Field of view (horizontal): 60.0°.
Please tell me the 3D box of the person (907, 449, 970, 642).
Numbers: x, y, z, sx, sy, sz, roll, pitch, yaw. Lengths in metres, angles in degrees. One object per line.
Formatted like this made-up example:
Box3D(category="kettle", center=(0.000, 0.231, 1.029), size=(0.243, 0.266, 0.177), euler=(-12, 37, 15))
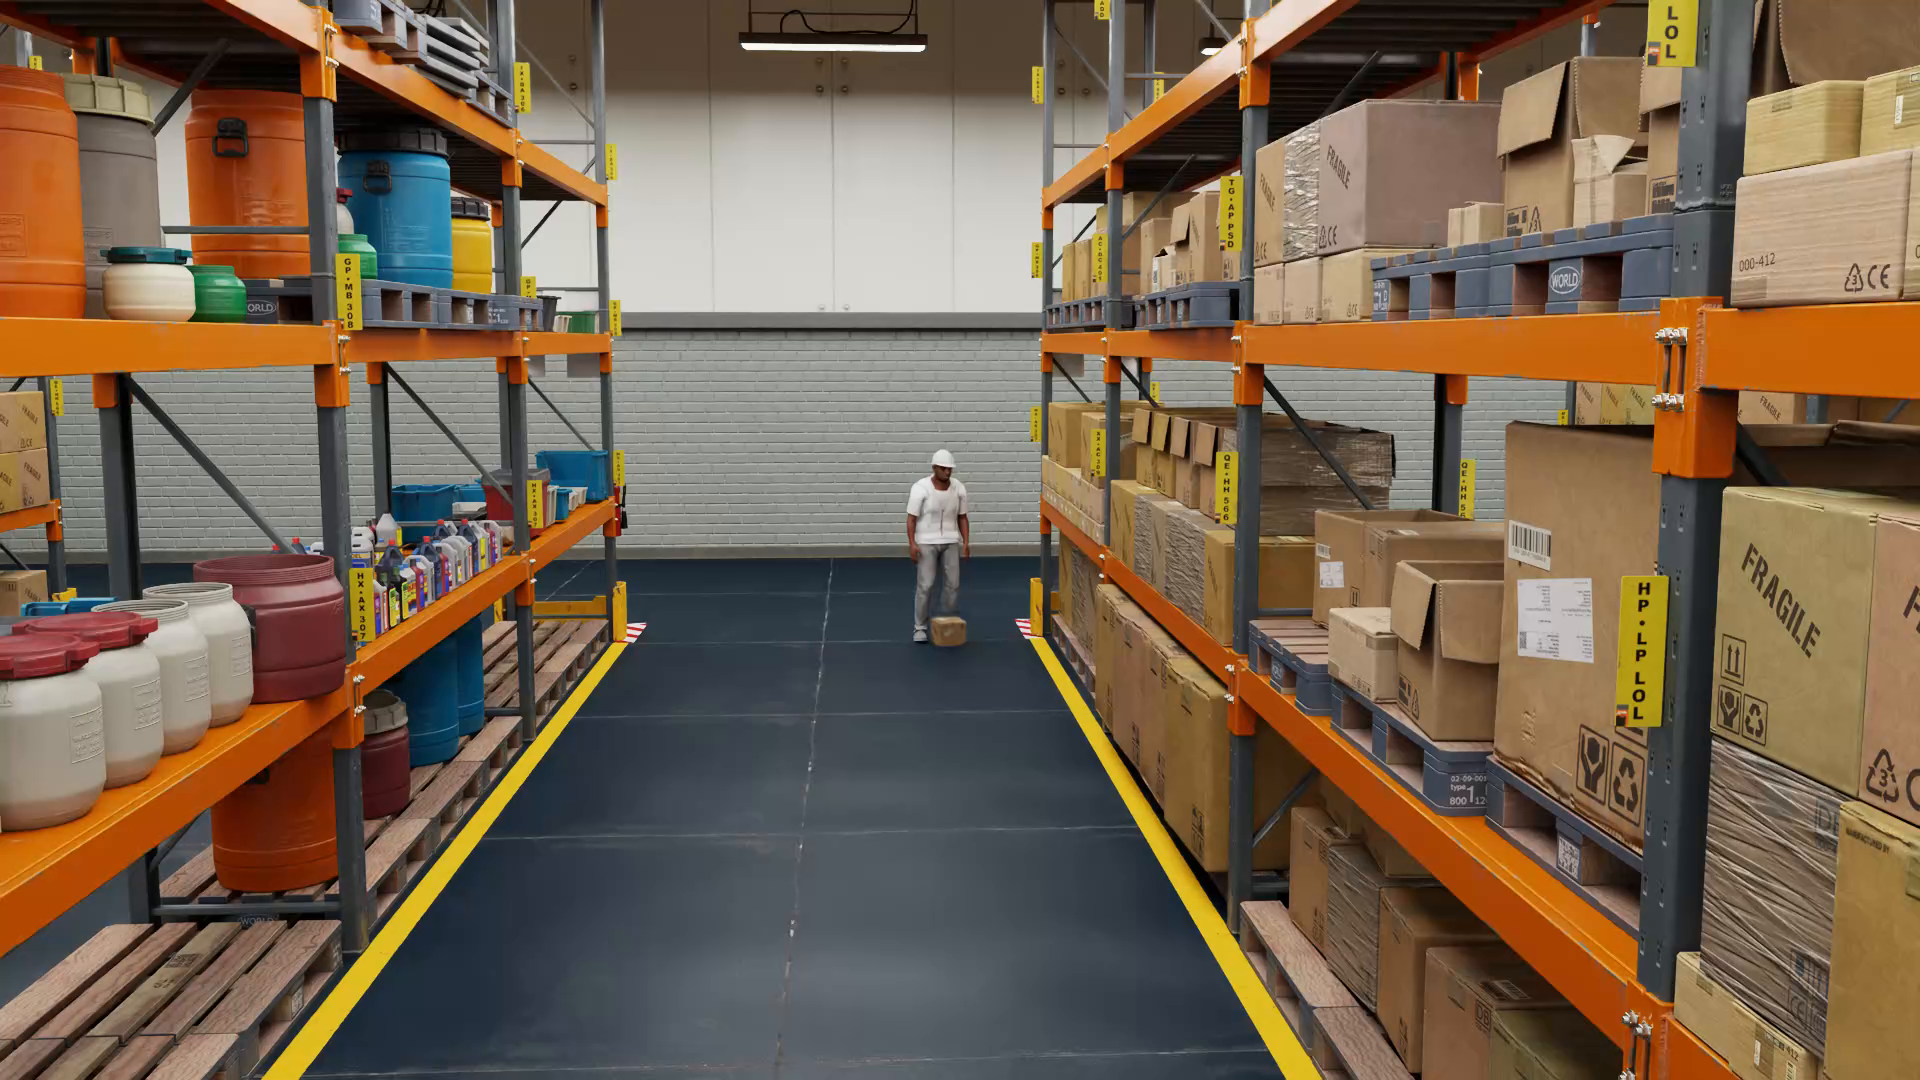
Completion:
Box3D(category="person", center=(-0.191, 0.047, 15.280), size=(0.609, 1.758, 0.452), euler=(-3, 7, -21))
